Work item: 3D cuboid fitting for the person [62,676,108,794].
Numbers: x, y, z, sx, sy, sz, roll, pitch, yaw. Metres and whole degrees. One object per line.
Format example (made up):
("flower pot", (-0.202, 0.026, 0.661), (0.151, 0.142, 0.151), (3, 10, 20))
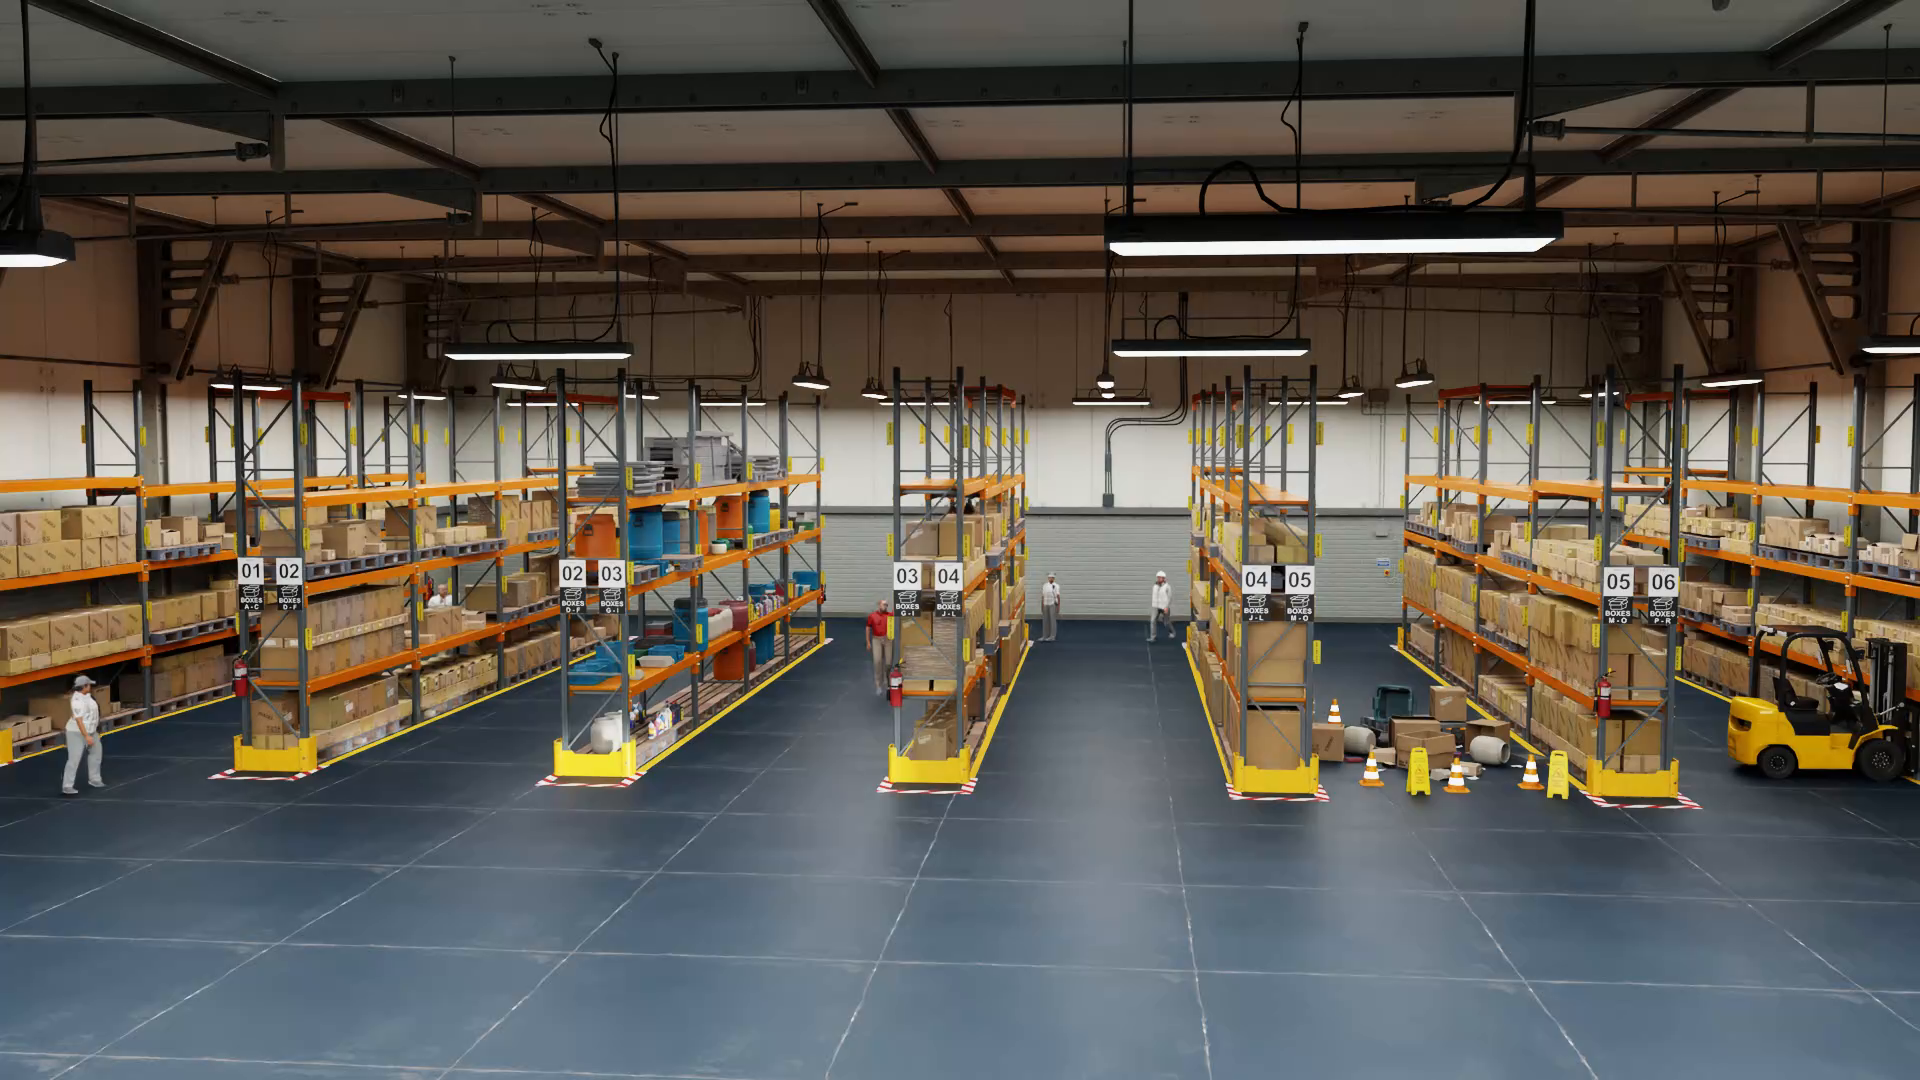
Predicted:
("person", (-12.386, 2.749, 23.514), (0.491, 1.700, 0.656), (0, 4, -5))

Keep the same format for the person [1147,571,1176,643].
("person", (4.906, 1.626, 40.542), (0.576, 1.730, 0.996), (2, 4, 34))

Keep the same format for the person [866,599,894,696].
("person", (-1.465, 2.022, 31.592), (0.603, 1.779, 0.662), (-1, 4, -10))

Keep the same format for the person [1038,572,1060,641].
("person", (2.199, 1.636, 40.803), (0.516, 1.718, 0.401), (3, 4, 37))

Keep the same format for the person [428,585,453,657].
("person", (-11.388, 1.841, 36.454), (0.531, 1.720, 1.097), (1, 4, 15))
